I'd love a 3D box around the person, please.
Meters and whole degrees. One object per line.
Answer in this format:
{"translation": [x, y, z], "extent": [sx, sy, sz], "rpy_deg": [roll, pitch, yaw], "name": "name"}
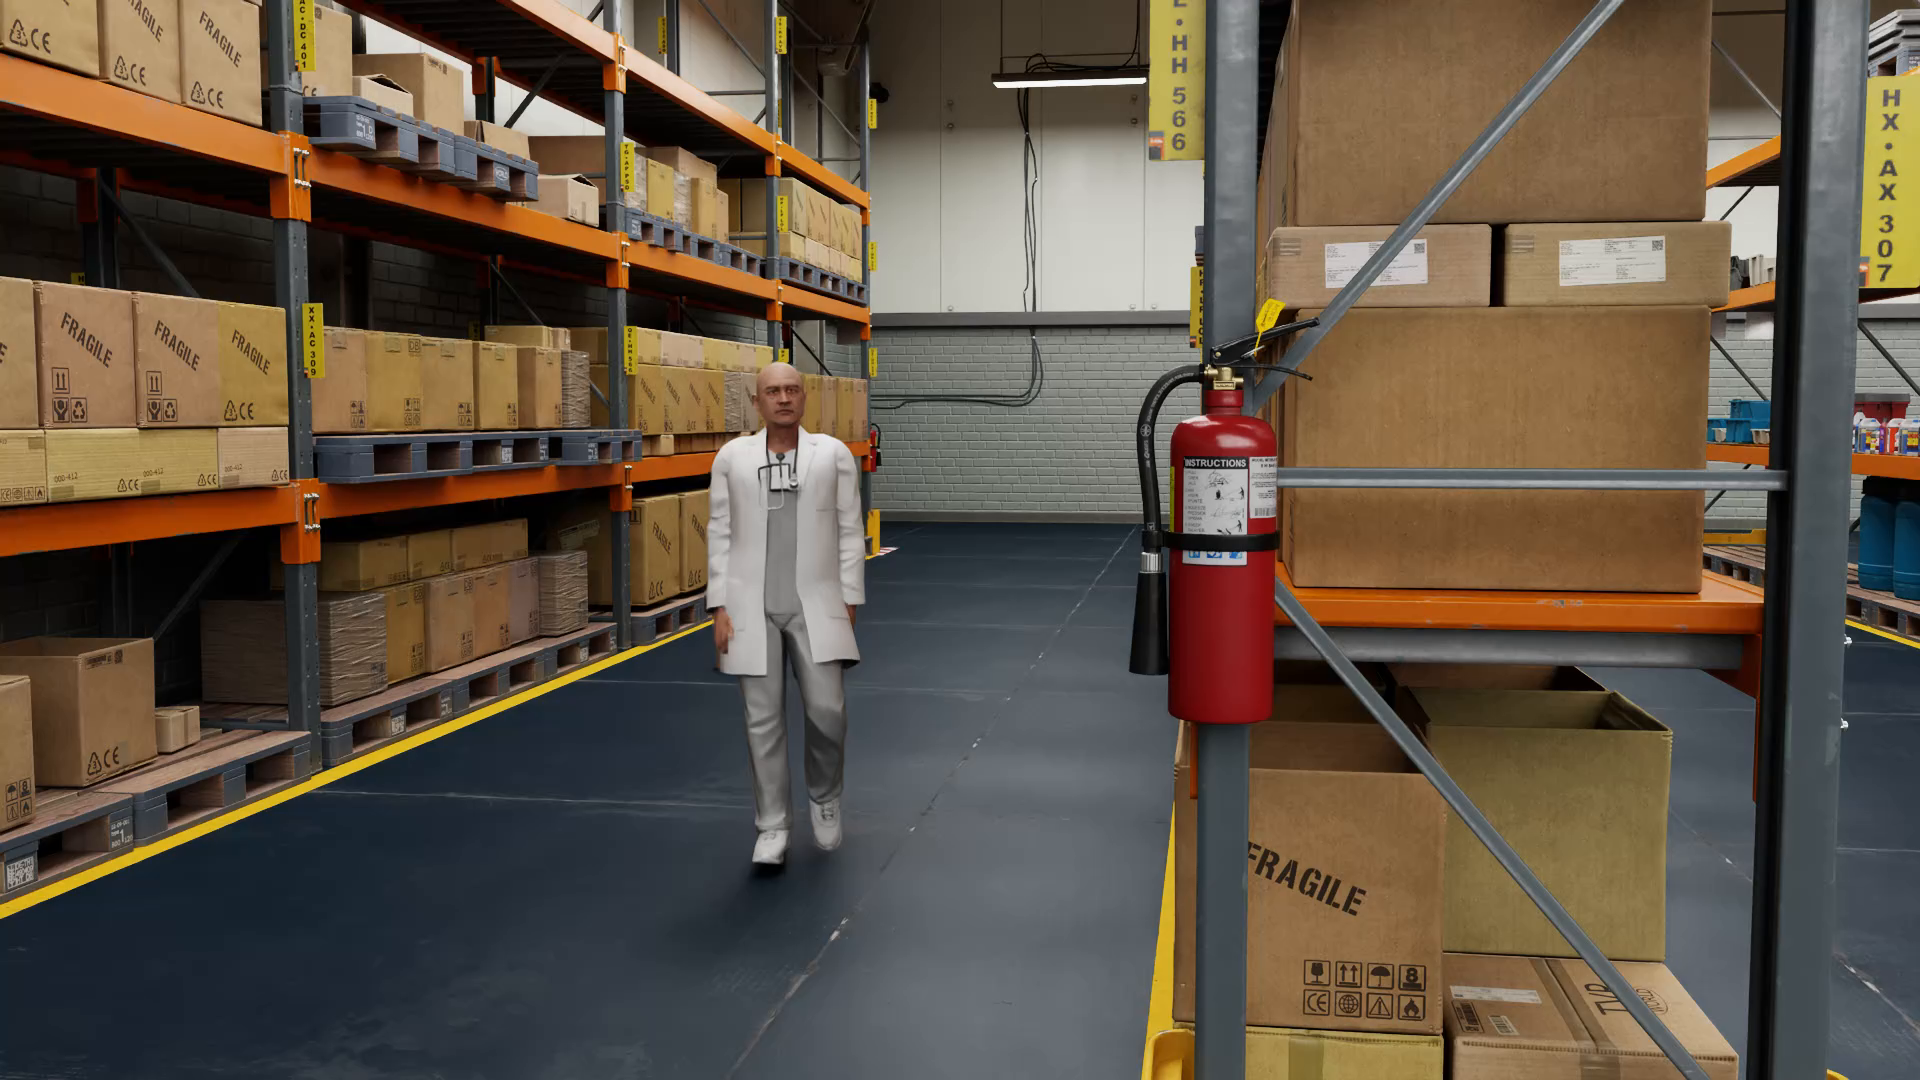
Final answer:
{"translation": [-0.626, 0.253, 5.966], "extent": [0.569, 1.777, 0.541], "rpy_deg": [0, 4, -1], "name": "person"}
